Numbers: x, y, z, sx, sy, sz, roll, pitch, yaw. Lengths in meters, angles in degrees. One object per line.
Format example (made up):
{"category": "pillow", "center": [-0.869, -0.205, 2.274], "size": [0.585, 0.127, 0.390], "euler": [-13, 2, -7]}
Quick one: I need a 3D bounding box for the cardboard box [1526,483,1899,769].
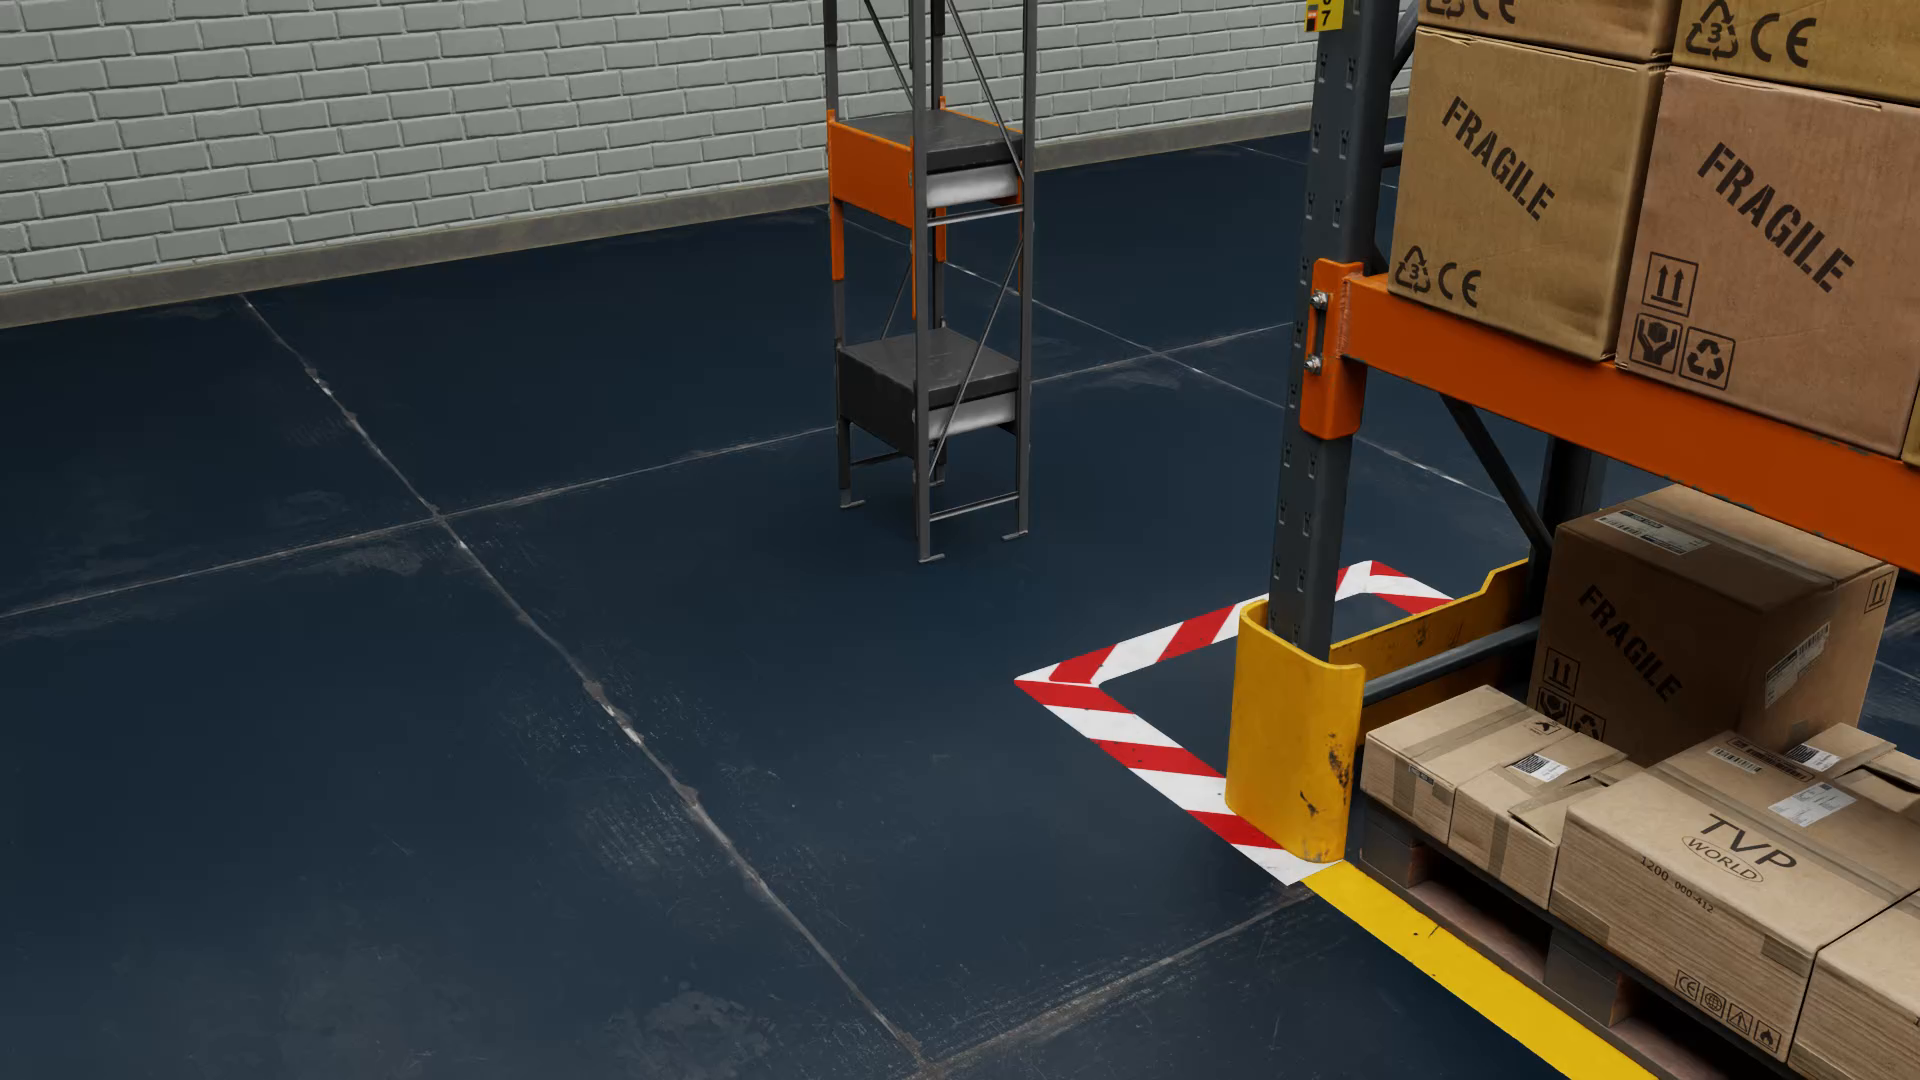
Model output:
{"category": "cardboard box", "center": [1.647, 0.222, 3.679], "size": [0.500, 0.500, 0.500], "euler": [-16, 29, -30]}

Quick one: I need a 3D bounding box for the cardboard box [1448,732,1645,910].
{"category": "cardboard box", "center": [1.221, 0.555, 3.365], "size": [0.380, 0.166, 0.250], "euler": [-16, 29, -30]}

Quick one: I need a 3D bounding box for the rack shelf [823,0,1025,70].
{"category": "rack shelf", "center": [-0.090, -1.629, 4.634], "size": [0.431, 0.518, 0.480], "euler": [-16, 29, -30]}

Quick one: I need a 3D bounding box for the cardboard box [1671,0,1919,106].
{"category": "cardboard box", "center": [1.457, -0.939, 2.437], "size": [0.500, 0.500, 0.500], "euler": [-15, 29, -29]}

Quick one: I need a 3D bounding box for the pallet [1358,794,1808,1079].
{"category": "pallet", "center": [1.622, 0.726, 3.464], "size": [1.003, 0.211, 1.213], "euler": [-16, 29, -30]}

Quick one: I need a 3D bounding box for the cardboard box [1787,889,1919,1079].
{"category": "cardboard box", "center": [1.749, 0.816, 2.713], "size": [0.500, 0.250, 0.500], "euler": [-16, 29, -30]}

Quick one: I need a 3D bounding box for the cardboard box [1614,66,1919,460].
{"category": "cardboard box", "center": [1.452, -0.489, 2.654], "size": [0.500, 0.500, 0.500], "euler": [-16, 30, -30]}

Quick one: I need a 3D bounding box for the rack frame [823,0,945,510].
{"category": "rack frame", "center": [-0.224, -1.096, 5.112], "size": [0.400, 2.100, 0.015], "euler": [-16, 29, -30]}

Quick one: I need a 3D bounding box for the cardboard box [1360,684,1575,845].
{"category": "cardboard box", "center": [1.085, 0.473, 3.558], "size": [0.380, 0.149, 0.250], "euler": [-16, 29, -30]}

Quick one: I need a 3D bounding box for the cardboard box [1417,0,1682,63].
{"category": "cardboard box", "center": [1.165, -1.124, 2.829], "size": [0.500, 0.500, 0.500], "euler": [-15, 29, -28]}

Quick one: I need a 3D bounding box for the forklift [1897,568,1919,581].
{"category": "forklift", "center": [4.161, -1.065, 4.073], "size": [3.031, 2.935, 1.130], "euler": [16, 30, 30]}

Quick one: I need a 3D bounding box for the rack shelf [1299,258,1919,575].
{"category": "rack shelf", "center": [2.236, 0.194, 2.168], "size": [1.077, 0.370, 4.000], "euler": [-16, 29, -30]}

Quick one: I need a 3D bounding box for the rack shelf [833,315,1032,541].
{"category": "rack shelf", "center": [-0.090, -0.363, 5.232], "size": [0.431, 0.518, 0.480], "euler": [-16, 29, -30]}

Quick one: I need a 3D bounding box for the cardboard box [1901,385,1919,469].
{"category": "cardboard box", "center": [1.723, -0.308, 2.272], "size": [0.500, 0.500, 0.500], "euler": [-16, 29, -30]}

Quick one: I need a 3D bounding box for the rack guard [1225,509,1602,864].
{"category": "rack guard", "center": [1.186, 0.311, 4.006], "size": [1.175, 0.500, 0.348], "euler": [-16, 29, -30]}

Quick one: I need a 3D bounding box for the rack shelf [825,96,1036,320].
{"category": "rack shelf", "center": [-0.090, -0.996, 4.933], "size": [0.431, 0.518, 0.480], "euler": [-16, 29, -30]}

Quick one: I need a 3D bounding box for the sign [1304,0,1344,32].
{"category": "sign", "center": [0.690, -1.112, 3.077], "size": [0.100, 0.325, 0.005], "euler": [-16, 29, -30]}

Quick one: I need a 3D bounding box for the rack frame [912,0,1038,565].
{"category": "rack frame", "center": [0.043, -0.921, 4.742], "size": [0.400, 2.100, 0.015], "euler": [-16, 29, -30]}

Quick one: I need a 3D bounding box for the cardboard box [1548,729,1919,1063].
{"category": "cardboard box", "center": [1.476, 0.637, 3.092], "size": [0.500, 0.250, 0.500], "euler": [-16, 29, -30]}

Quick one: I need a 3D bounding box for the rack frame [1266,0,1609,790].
{"category": "rack frame", "center": [1.144, -0.847, 3.530], "size": [1.000, 3.000, 0.127], "euler": [-16, 29, -30]}

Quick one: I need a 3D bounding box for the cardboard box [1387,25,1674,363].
{"category": "cardboard box", "center": [1.165, -0.672, 3.042], "size": [0.500, 0.500, 0.500], "euler": [-15, 29, -29]}

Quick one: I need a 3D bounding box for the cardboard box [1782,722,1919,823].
{"category": "cardboard box", "center": [1.793, 0.538, 3.399], "size": [0.380, 0.166, 0.250], "euler": [-16, 29, -30]}

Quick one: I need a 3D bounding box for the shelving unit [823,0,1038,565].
{"category": "shelving unit", "center": [-0.090, -1.009, 4.927], "size": [0.431, 2.100, 0.503], "euler": [-16, 29, -30]}
